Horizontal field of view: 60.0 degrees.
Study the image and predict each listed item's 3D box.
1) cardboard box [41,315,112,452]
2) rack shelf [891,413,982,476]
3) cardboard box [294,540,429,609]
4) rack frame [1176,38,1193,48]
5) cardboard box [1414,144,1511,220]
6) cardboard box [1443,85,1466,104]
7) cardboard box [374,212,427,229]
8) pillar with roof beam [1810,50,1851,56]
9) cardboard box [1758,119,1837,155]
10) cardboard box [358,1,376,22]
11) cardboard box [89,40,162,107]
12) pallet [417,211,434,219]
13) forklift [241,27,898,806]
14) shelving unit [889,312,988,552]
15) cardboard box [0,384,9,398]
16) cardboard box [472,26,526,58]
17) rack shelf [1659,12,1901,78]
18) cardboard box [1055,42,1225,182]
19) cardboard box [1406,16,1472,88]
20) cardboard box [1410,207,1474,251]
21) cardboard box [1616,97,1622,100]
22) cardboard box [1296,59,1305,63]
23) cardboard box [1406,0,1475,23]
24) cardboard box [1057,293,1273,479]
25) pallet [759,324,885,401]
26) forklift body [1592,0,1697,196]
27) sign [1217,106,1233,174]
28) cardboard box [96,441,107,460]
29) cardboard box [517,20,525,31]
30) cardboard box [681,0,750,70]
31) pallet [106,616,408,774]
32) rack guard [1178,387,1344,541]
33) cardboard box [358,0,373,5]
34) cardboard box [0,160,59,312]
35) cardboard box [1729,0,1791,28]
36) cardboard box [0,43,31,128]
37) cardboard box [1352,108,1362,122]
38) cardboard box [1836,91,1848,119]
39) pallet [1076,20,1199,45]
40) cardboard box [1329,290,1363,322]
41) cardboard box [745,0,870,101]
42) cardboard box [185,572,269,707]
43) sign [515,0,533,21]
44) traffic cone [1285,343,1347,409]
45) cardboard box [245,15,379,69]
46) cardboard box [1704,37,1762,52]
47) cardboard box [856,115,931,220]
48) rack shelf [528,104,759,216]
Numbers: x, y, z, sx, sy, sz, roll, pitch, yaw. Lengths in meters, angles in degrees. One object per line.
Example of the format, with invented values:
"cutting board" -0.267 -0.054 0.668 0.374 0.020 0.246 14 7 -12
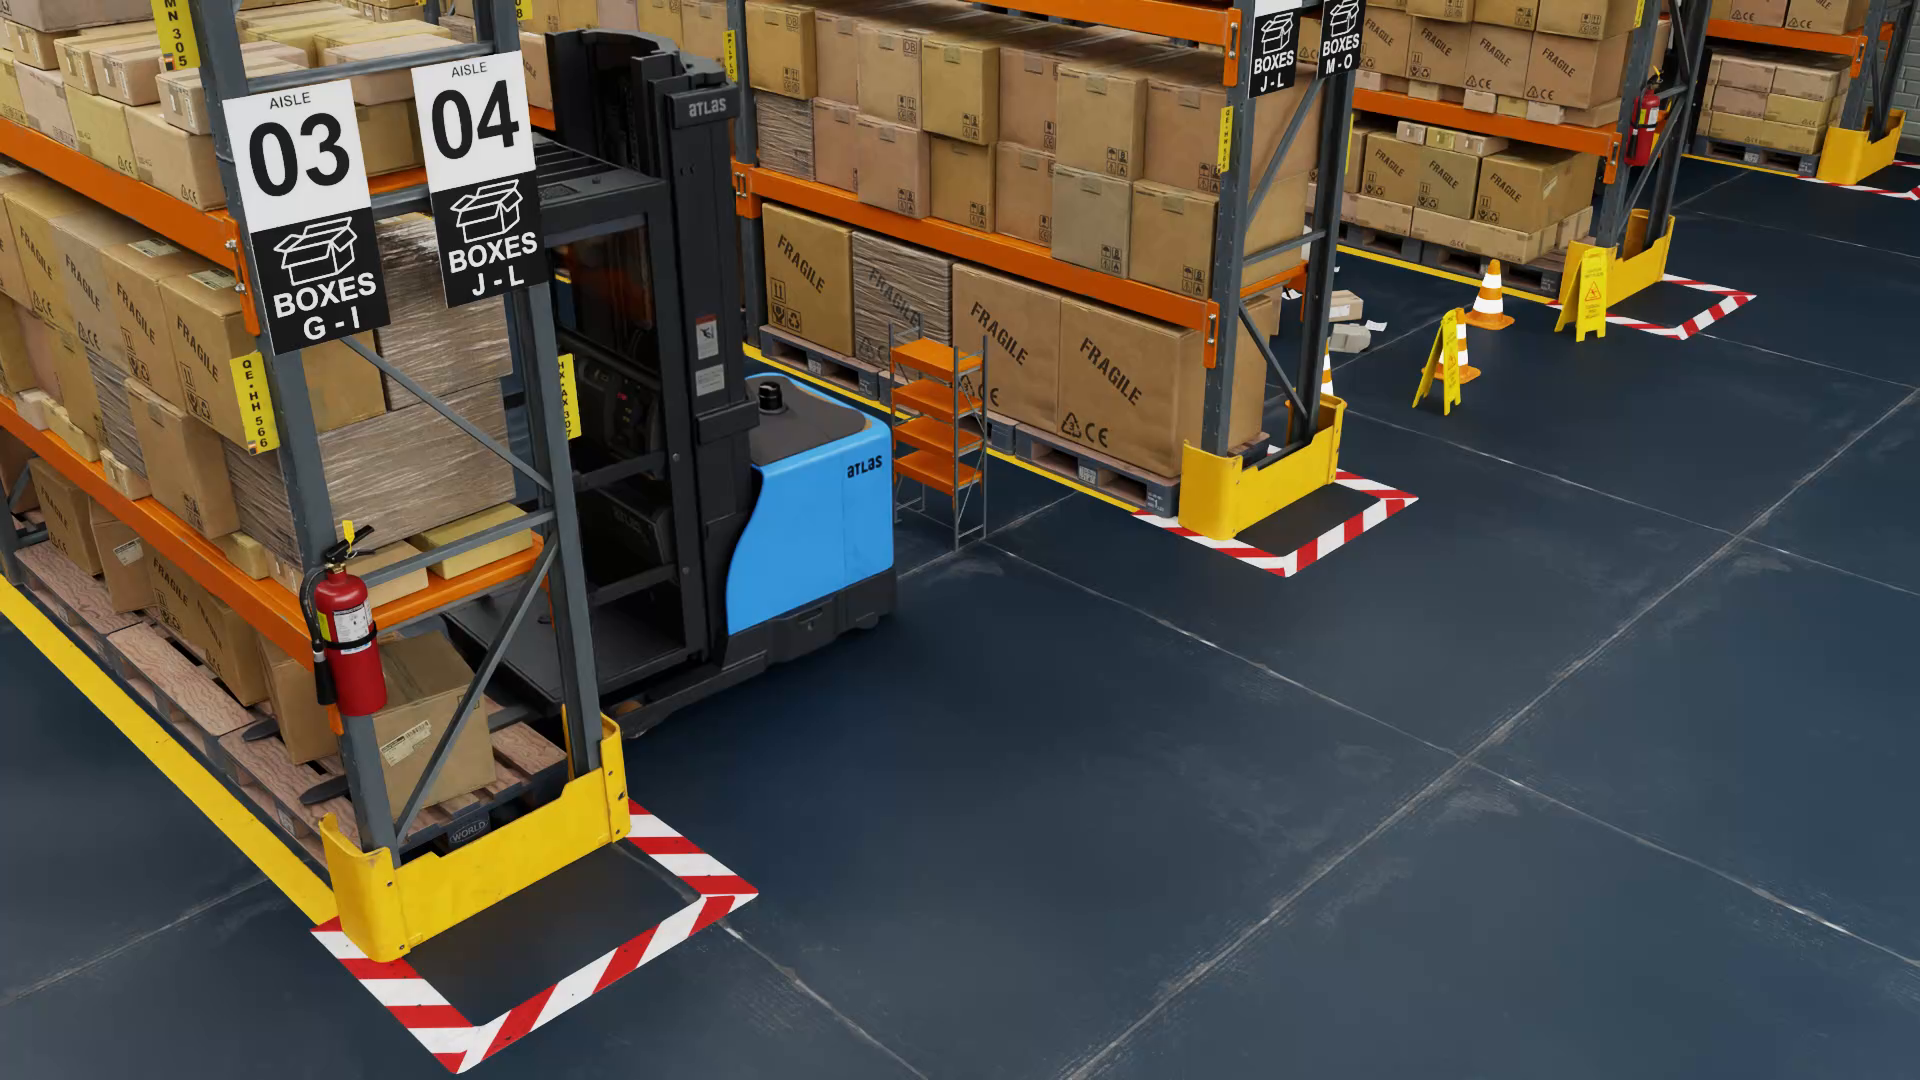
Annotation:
"cardboard box" -3.314 -0.787 7.097 0.500 0.500 0.875 25 36 38
"rack shelf" -0.118 -0.526 9.105 0.480 0.148 0.258 25 36 38
"cardboard box" -2.174 0.132 6.047 0.250 0.149 0.380 25 36 38
"rack frame" 2.270 -4.549 14.678 0.127 3.000 1.000 25 36 38
"cardboard box" 3.993 -2.889 13.218 0.500 0.500 0.500 -24 36 -37
"cardboard box" 3.990 -3.524 13.000 0.380 0.149 0.250 -25 36 -38
"cardboard box" -2.379 -1.009 6.444 0.500 0.500 0.500 25 36 38
"pillar with roof beam" 5.716 -6.645 12.219 0.400 9.000 9.100 25 36 38
"cardboard box" 8.043 -3.910 15.965 0.500 0.250 0.500 25 37 39
"cardboard box" -4.844 -4.481 14.049 0.380 0.149 0.250 -24 36 -37
"cardboard box" -2.618 -1.557 5.497 0.250 0.149 0.380 23 35 36
"pallet" -4.537 -3.200 15.108 1.213 0.211 1.003 25 36 38
"forklift" -1.752 -0.613 7.267 3.031 2.935 1.130 -23 35 -36
"shelving unit" -0.118 -0.585 9.073 0.503 1.200 0.258 25 36 38
"cardboard box" -4.369 -0.821 7.858 0.250 0.149 0.380 25 36 38
"cardboard box" -3.486 -3.822 13.187 0.500 0.500 0.500 24 36 38
"rack shelf" 7.173 -5.226 16.740 4.000 0.370 1.077 25 36 38
"cardboard box" 1.029 -2.395 9.261 0.550 0.550 0.875 25 36 38
"cardboard box" 3.834 -3.835 12.893 0.500 0.500 0.500 24 36 38
"cardboard box" 3.993 -2.559 13.396 0.500 0.250 0.500 25 37 39
"cardboard box" 5.025 -3.312 12.596 0.250 0.149 0.380 25 37 39
"cardboard box" 2.849 -3.995 13.894 0.380 0.149 0.250 -24 36 -38
"cardboard box" 3.813 -4.256 12.620 0.500 0.500 0.700 24 36 38
"cardboard box" 1.194 -1.013 9.785 0.875 0.875 0.875 25 37 39
"pallet" -0.641 -1.365 11.619 1.213 0.211 1.003 25 36 38
"forklift body" 5.968 -4.530 15.554 1.214 2.155 2.313 25 36 38
"sign" 1.333 -2.010 8.351 0.005 0.325 0.100 25 36 38
"cardboard box" -3.447 -0.428 7.110 0.250 0.149 0.380 25 36 38
"cardboard box" -3.306 -4.351 13.120 0.500 0.500 0.700 24 36 38
"cardboard box" -1.487 -3.520 11.540 0.500 0.500 0.700 24 36 38
"pallet" -3.300 0.580 7.921 1.213 0.211 1.003 25 36 38
"rack guard" 1.741 -0.454 9.576 0.348 0.500 1.175 25 36 38
"cardboard box" -4.829 -4.607 13.968 0.250 0.149 0.380 24 36 38
"cardboard box" -3.822 -1.321 7.039 0.500 0.500 0.500 25 36 38
"cardboard box" 7.701 -5.182 15.775 0.500 0.500 0.500 -24 36 -38
"cardboard box" -3.428 -1.784 6.357 0.500 0.250 0.500 24 36 38
"cardboard box" 3.110 -3.540 13.760 0.380 0.149 0.250 -23 35 -36
"cardboard box" 8.410 -4.305 16.180 0.500 0.250 0.500 -25 36 -38
"pallet" 1.827 -4.762 15.289 1.213 0.211 1.003 25 36 38
"cardboard box" 2.772 -1.739 12.398 0.380 0.149 0.250 -7 29 -14
"cardboard box" -0.890 -3.286 10.954 0.550 0.550 0.875 25 36 38
"cardboard box" -3.143 0.362 7.573 0.500 0.500 0.500 -21 34 -35
"sign" -1.446 -1.850 5.382 0.005 0.325 0.100 25 36 38
"traffic cone" 2.340 -1.090 10.825 0.334 0.463 0.336 25 36 38
"cardboard box" -2.244 -1.718 5.803 0.250 0.149 0.380 24 36 38
"cardboard box" 7.681 -4.852 16.683 0.500 0.250 0.500 24 36 38
"cardboard box" -0.147 -2.436 10.499 0.550 0.550 0.875 25 36 38
"rack shelf" -2.555 -3.207 12.900 4.000 0.370 1.077 25 36 38
